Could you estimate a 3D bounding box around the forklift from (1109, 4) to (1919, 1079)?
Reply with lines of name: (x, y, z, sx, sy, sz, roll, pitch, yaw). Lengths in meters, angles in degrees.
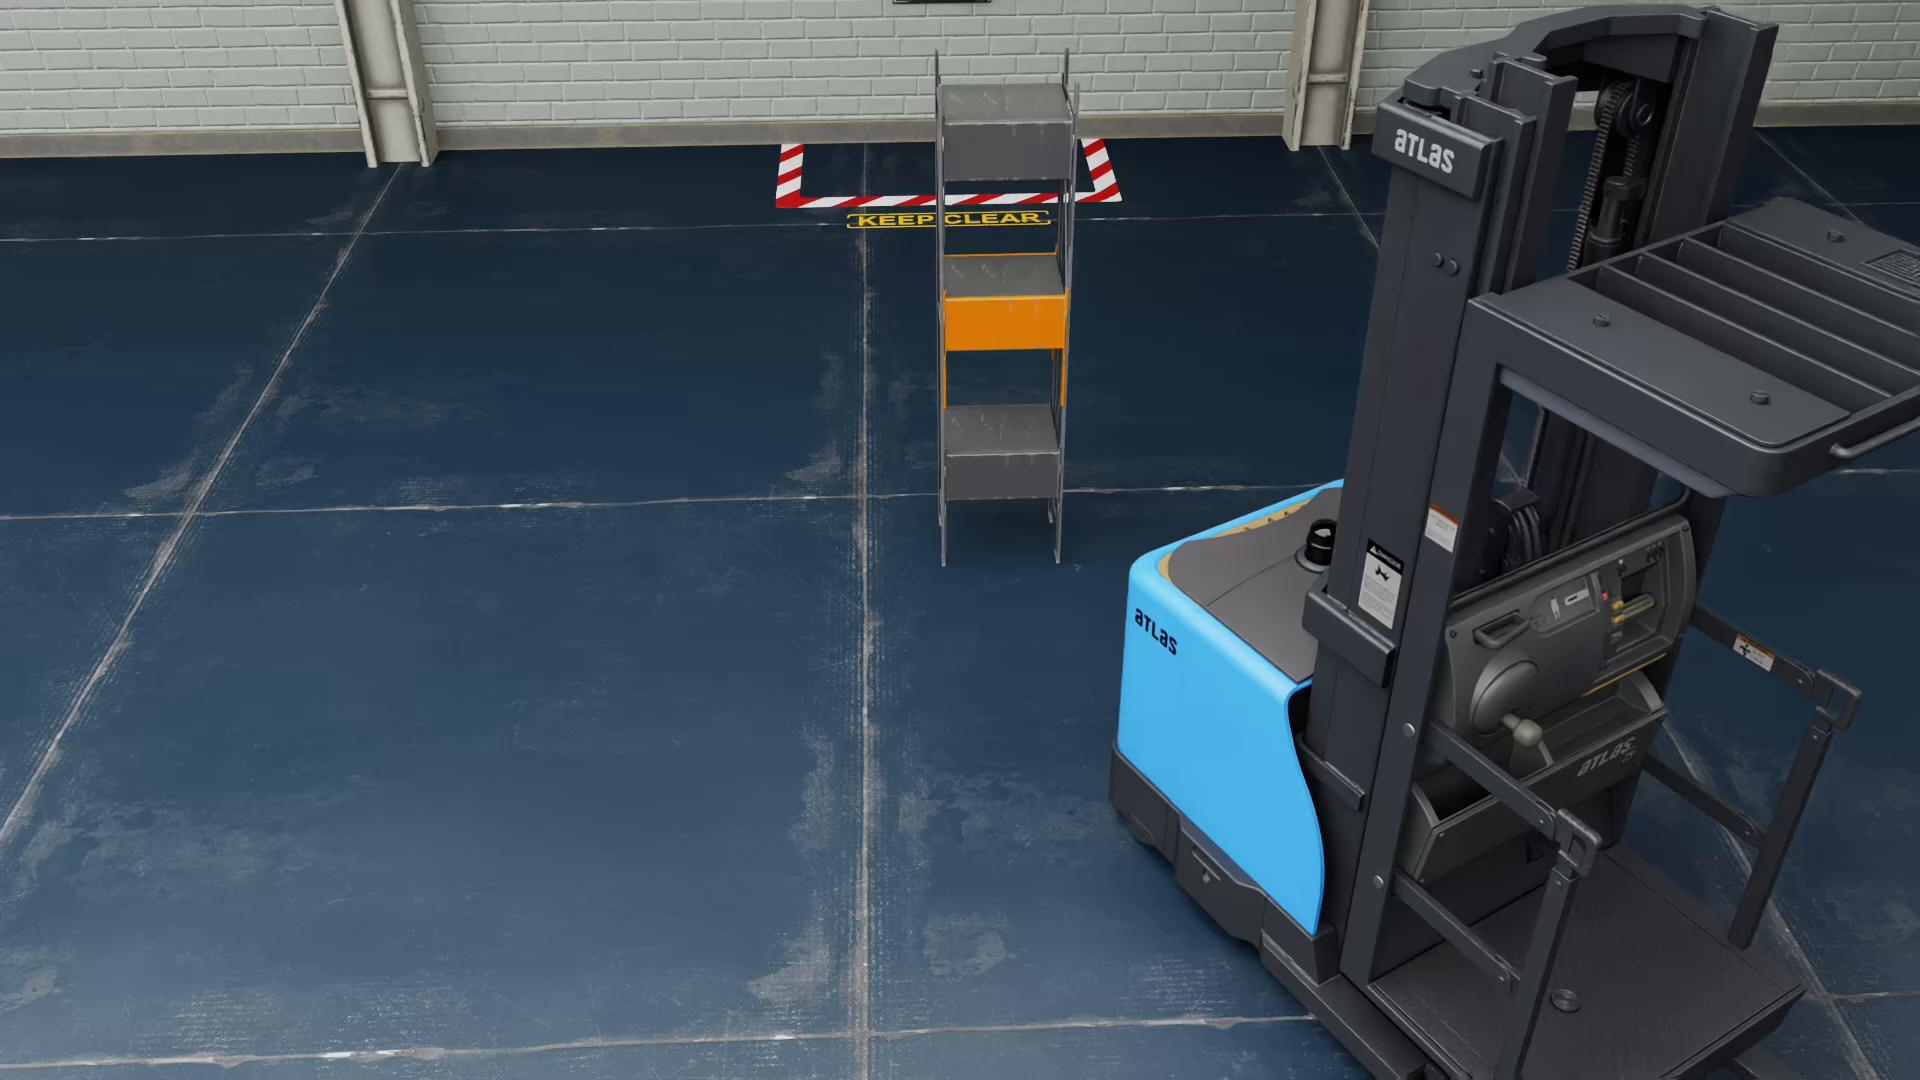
forklift: (1.731, 0.302, 4.238, 1.130, 2.935, 3.031, -20, 39, -26)

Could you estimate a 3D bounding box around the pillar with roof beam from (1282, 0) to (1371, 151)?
pillar with roof beam: (2.572, -3.911, 4.994, 0.400, 9.000, 9.100, -2, 35, -2)

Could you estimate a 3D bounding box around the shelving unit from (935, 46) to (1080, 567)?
shelving unit: (0.165, -0.868, 6.659, 0.503, 2.100, 0.431, -2, 35, -2)

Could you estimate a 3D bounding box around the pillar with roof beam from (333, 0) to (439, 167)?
pillar with roof beam: (-3.422, -3.749, 4.760, 0.400, 9.000, 9.100, -2, 35, -2)

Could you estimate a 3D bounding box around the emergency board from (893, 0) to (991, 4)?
emergency board: (-0.112, -3.857, 10.187, 0.626, 1.169, 0.157, -2, 35, -2)

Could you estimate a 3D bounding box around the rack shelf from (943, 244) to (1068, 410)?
rack shelf: (0.165, -0.857, 6.667, 0.480, 0.518, 0.431, -2, 35, -2)

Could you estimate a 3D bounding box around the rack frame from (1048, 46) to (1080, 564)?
rack frame: (0.409, -0.874, 6.668, 0.015, 2.100, 0.400, -2, 35, -2)

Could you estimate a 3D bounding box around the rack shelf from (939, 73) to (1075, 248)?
rack shelf: (0.165, -1.432, 6.268, 0.480, 0.518, 0.431, -2, 35, -2)

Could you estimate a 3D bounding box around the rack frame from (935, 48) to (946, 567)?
rack frame: (-0.078, -0.861, 6.649, 0.015, 2.100, 0.400, -2, 35, -2)

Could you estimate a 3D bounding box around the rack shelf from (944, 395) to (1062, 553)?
rack shelf: (0.165, -0.281, 7.065, 0.480, 0.518, 0.431, -2, 35, -2)
